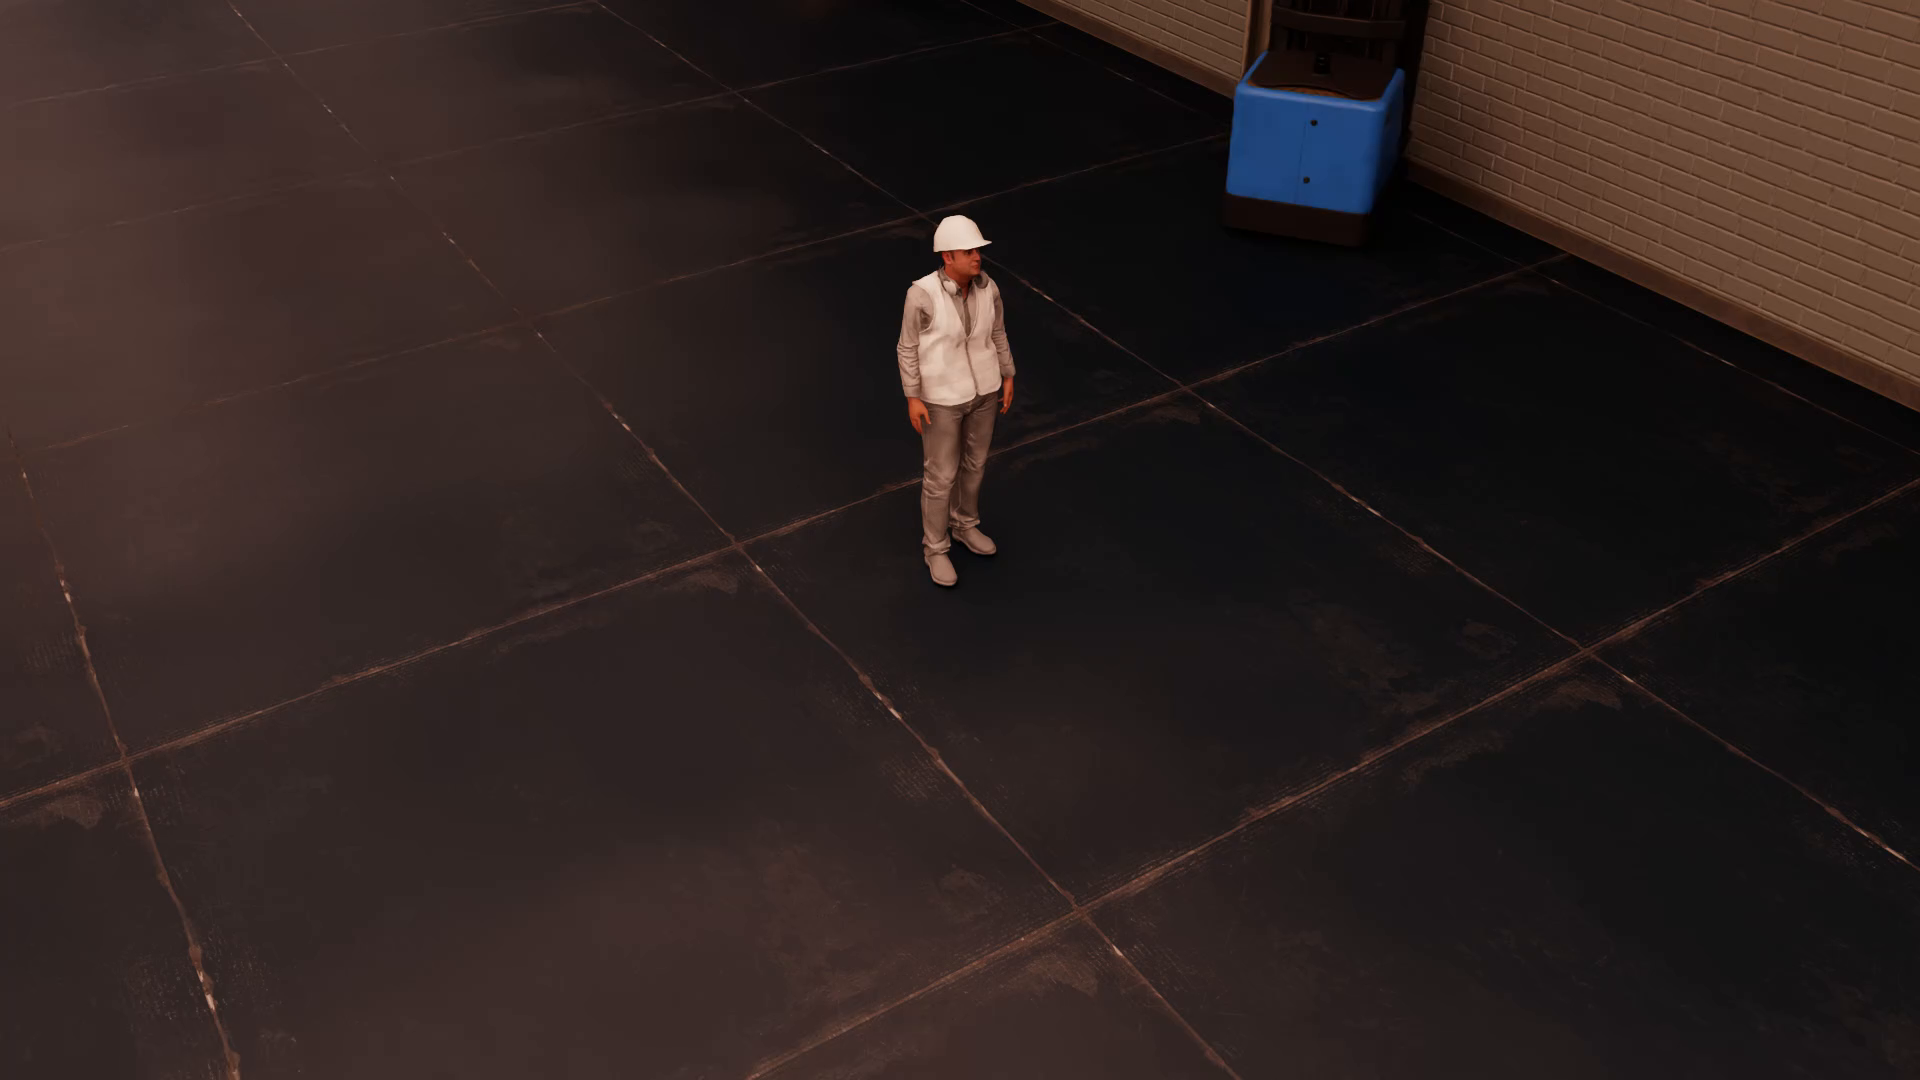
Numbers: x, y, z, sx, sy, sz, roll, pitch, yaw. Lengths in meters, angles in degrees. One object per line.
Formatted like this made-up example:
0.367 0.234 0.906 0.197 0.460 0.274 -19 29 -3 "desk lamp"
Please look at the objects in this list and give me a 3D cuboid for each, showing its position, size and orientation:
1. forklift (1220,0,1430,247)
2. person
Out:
2.866 -4.055 11.919 1.130 2.935 3.031 13 37 18 "forklift"
0.027 -0.700 8.137 0.632 1.773 0.568 -21 40 -27 "person"
